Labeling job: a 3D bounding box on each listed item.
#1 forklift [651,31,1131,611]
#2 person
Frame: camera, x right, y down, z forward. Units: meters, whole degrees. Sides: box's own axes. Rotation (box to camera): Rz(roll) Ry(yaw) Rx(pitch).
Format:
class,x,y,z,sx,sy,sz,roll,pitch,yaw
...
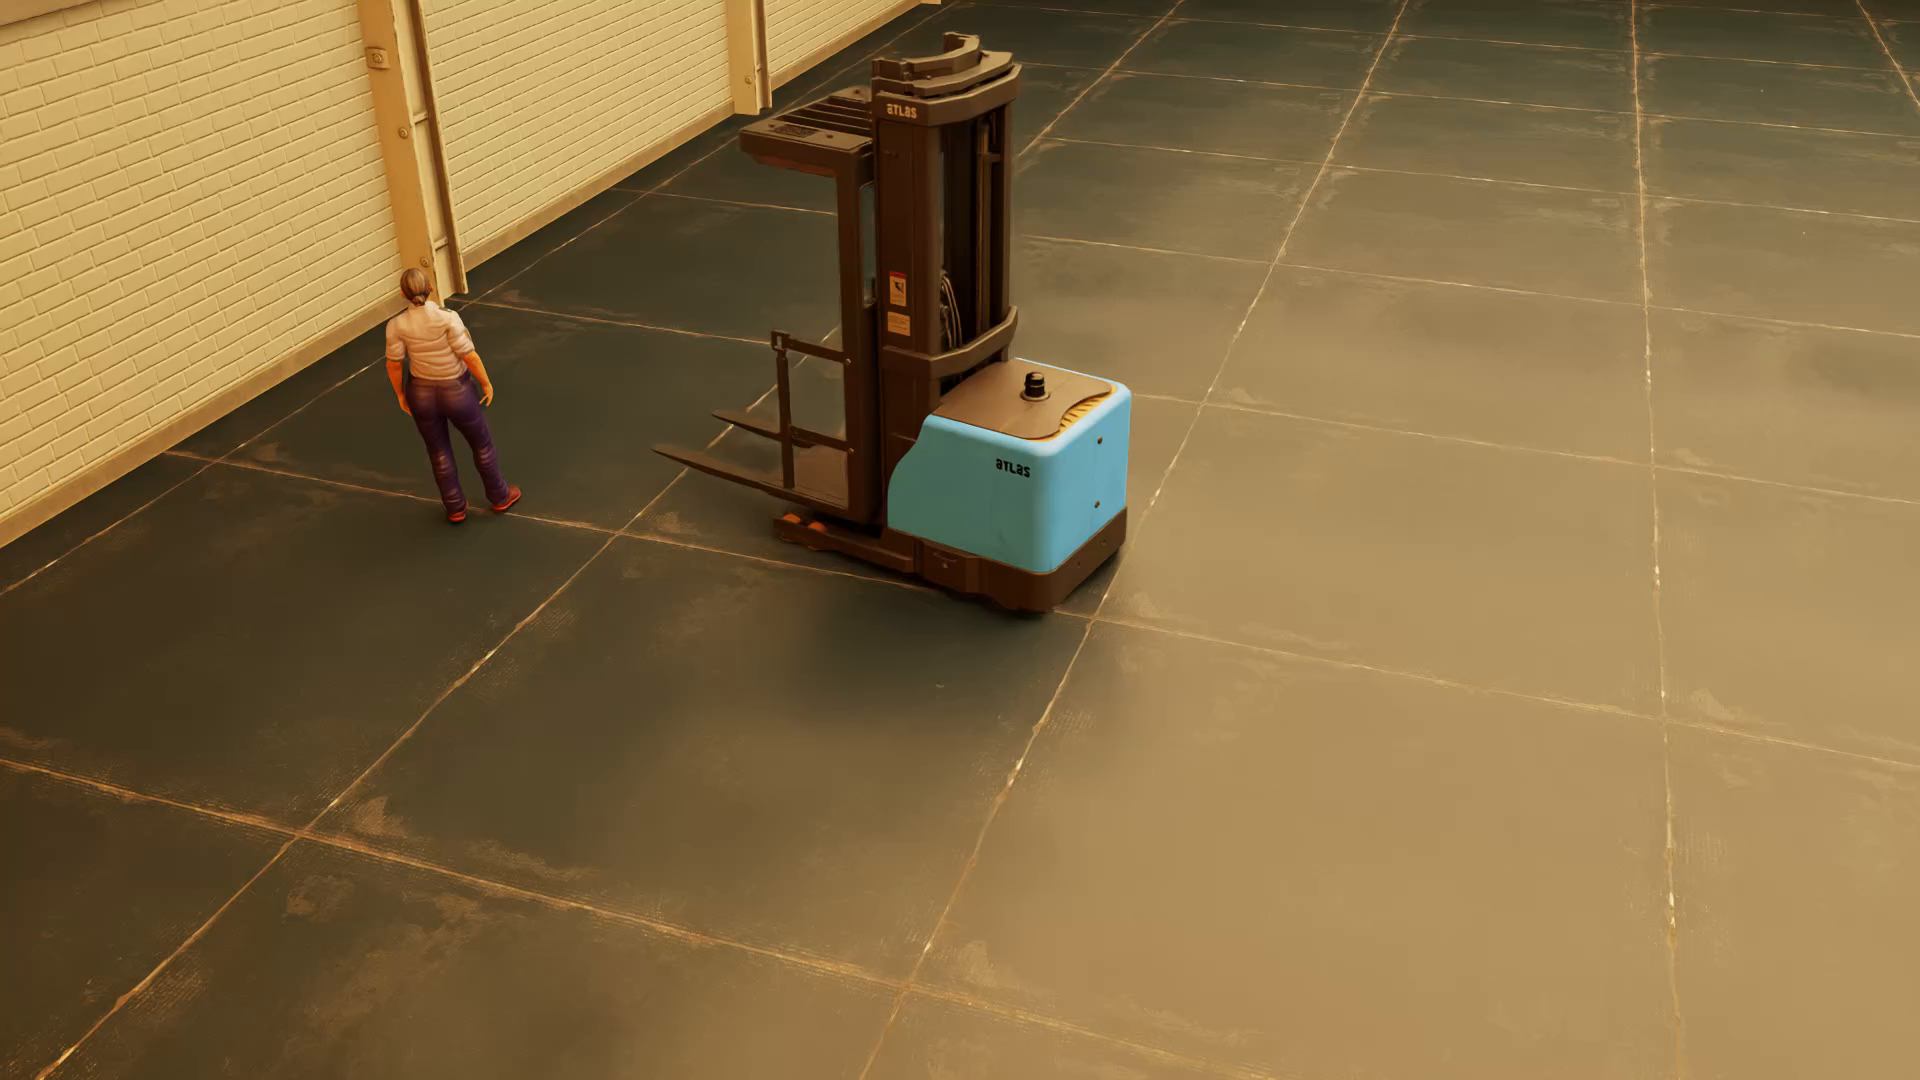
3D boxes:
class,x,y,z,sx,sy,sz,roll,pitch,yaw
forklift,-0.531,-1.413,9.615,3.031,2.935,1.130,17,34,27
person,-3.072,-0.896,9.990,0.596,1.651,0.503,-2,30,-4
